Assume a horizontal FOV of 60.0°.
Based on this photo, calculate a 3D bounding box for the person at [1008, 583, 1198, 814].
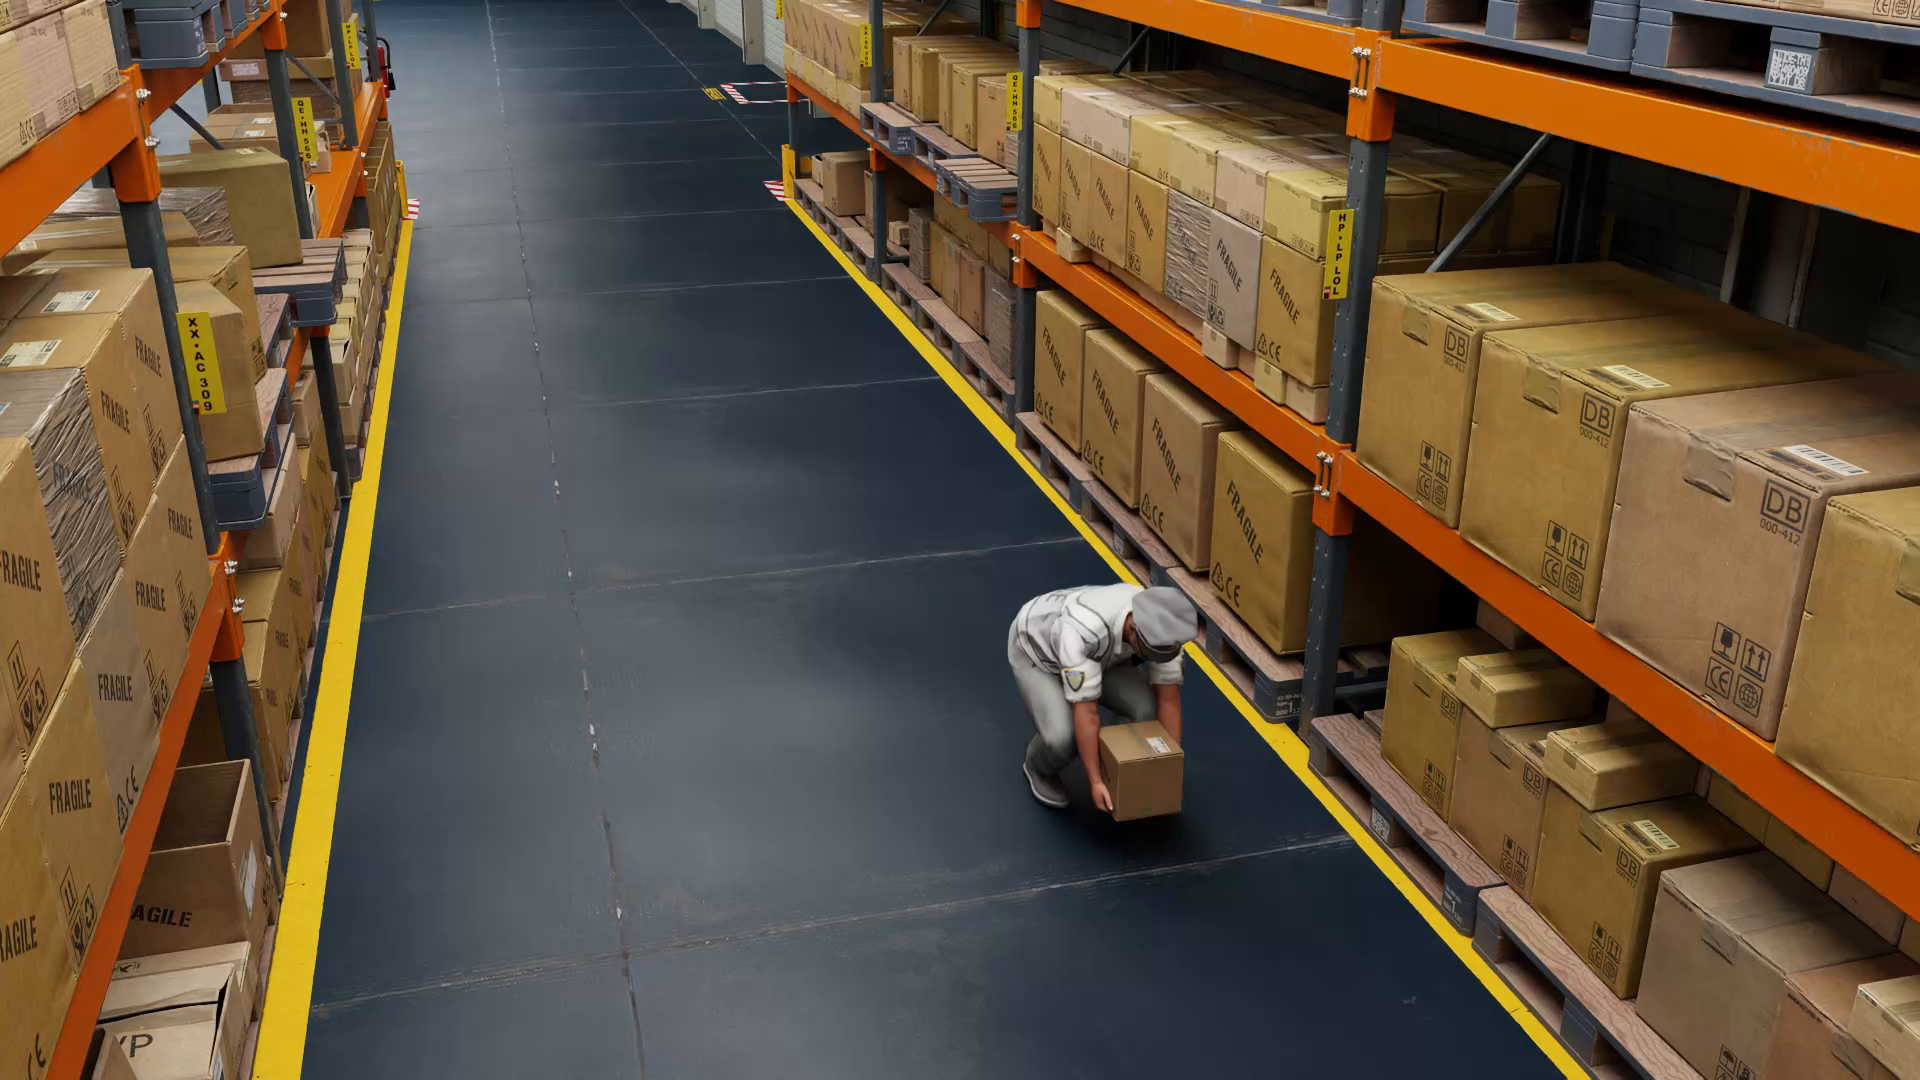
[{"bbox_3d":[0.531,0.542,6.249,0.529,1.025,0.950,-9,24,-21],"label":"person"}]
